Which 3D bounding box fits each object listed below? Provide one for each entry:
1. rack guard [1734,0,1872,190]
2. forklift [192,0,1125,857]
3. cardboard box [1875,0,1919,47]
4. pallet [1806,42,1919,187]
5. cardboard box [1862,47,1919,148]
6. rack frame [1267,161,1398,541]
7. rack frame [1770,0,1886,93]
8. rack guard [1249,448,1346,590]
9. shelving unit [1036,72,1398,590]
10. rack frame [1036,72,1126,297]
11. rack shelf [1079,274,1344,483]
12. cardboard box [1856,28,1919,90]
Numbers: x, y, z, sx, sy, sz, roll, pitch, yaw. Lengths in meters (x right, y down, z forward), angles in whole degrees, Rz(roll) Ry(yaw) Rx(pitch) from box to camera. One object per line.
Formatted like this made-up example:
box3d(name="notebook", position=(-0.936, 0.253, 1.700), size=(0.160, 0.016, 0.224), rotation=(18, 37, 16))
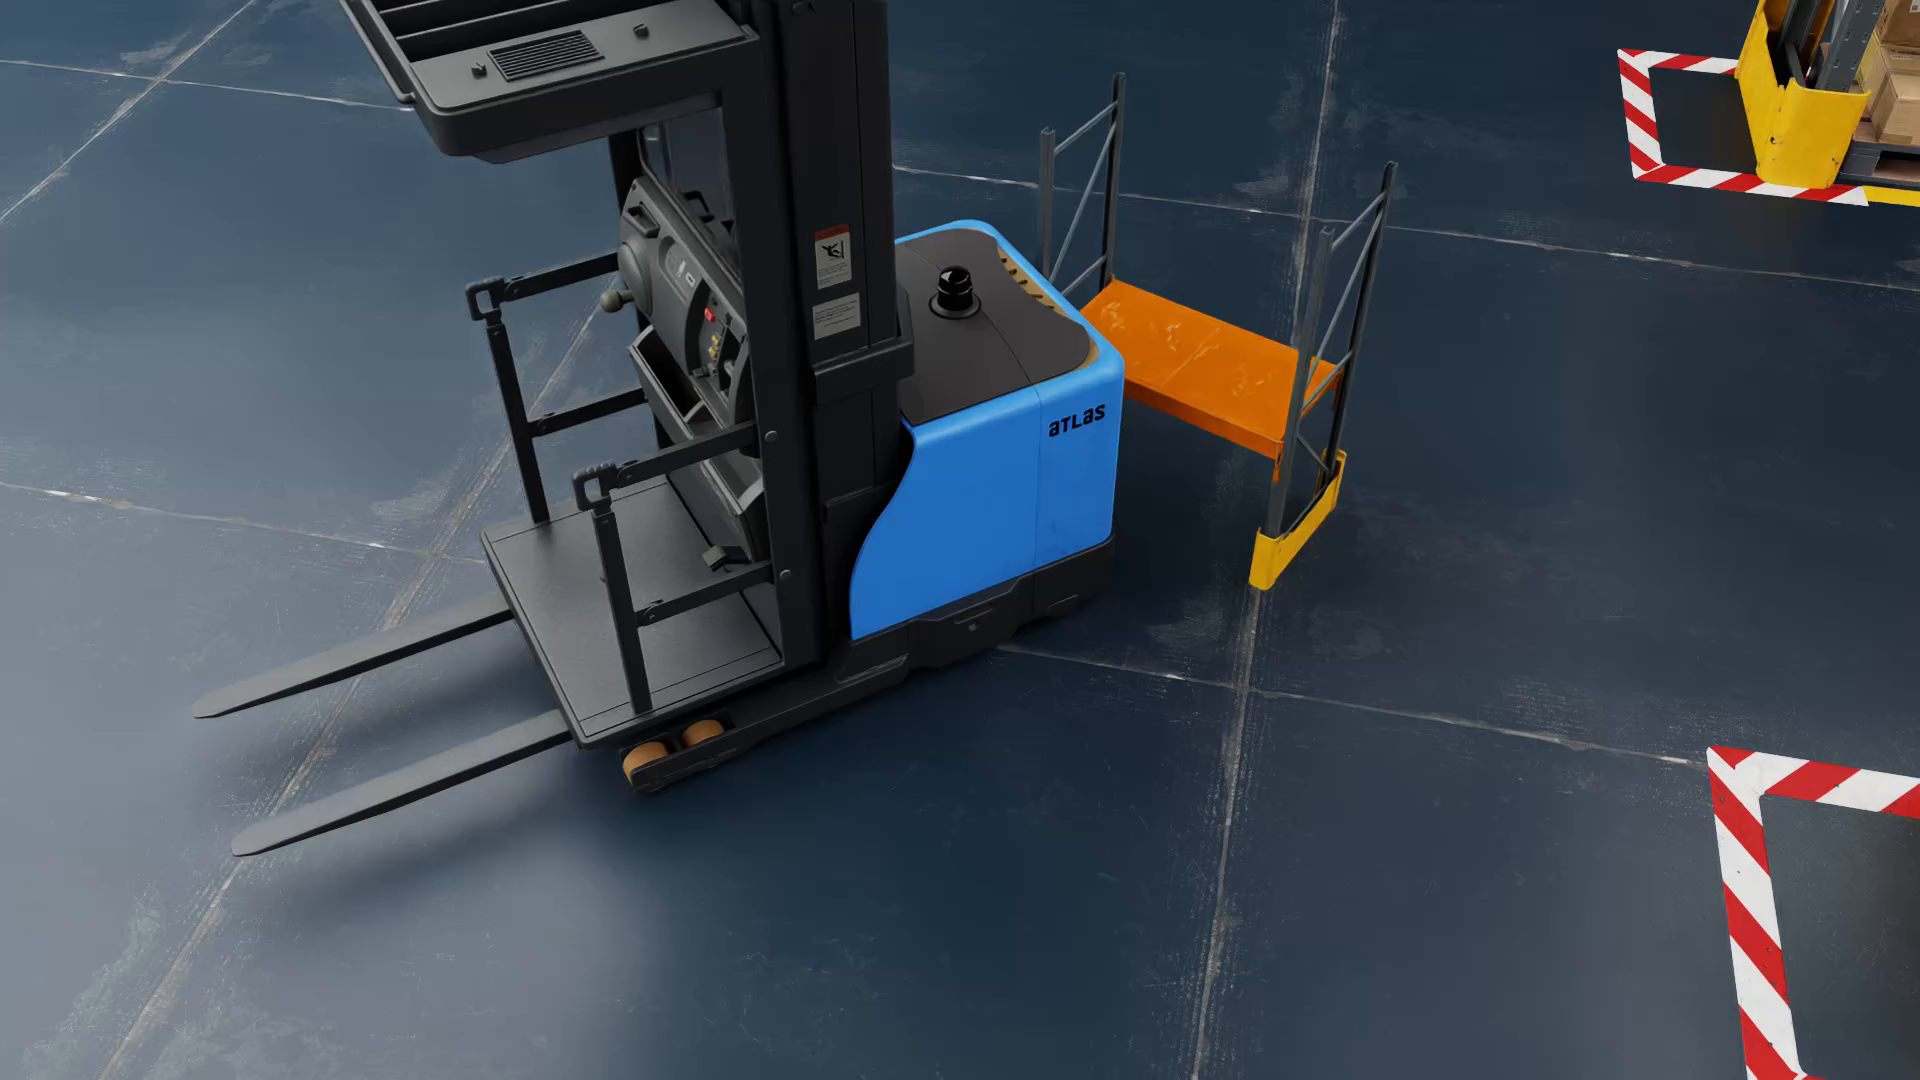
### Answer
box3d(name="rack guard", position=(4.163, -2.278, 8.257), size=(0.348, 0.500, 1.175), rotation=(9, 45, 9))
box3d(name="forklift", position=(-0.995, -0.660, 4.822), size=(3.031, 2.935, 1.130), rotation=(-21, 48, -20))
box3d(name="cardboard box", position=(4.774, -2.726, 8.059), size=(0.500, 0.500, 0.500), rotation=(9, 45, 9))
box3d(name="pallet", position=(4.941, -2.083, 8.262), size=(1.213, 0.211, 1.003), rotation=(9, 45, 9))
box3d(name="cardboard box", position=(4.661, -2.104, 7.953), size=(0.500, 0.250, 0.500), rotation=(9, 45, 9))
box3d(name="rack frame", position=(1.253, -0.534, 5.723), size=(0.032, 1.500, 0.500), rotation=(26, 50, 25))
box3d(name="rack frame", position=(4.186, -3.175, 7.386), size=(0.127, 3.000, 1.000), rotation=(9, 45, 9))
box3d(name="rack guard", position=(1.252, -0.084, 6.157), size=(0.087, 0.250, 0.587), rotation=(26, 50, 25))
box3d(name="shelving unit", position=(0.845, -0.733, 5.930), size=(1.083, 1.500, 0.587), rotation=(26, 50, 25))
box3d(name="rack frame", position=(0.422, -0.940, 6.145), size=(0.032, 1.500, 0.500), rotation=(26, 50, 25))
box3d(name="rack shelf", position=(0.837, -0.607, 6.059), size=(1.000, 0.185, 0.538), rotation=(26, 50, 25))
box3d(name="cardboard box", position=(4.774, -2.455, 8.317), size=(0.500, 0.250, 0.500), rotation=(9, 45, 9))
